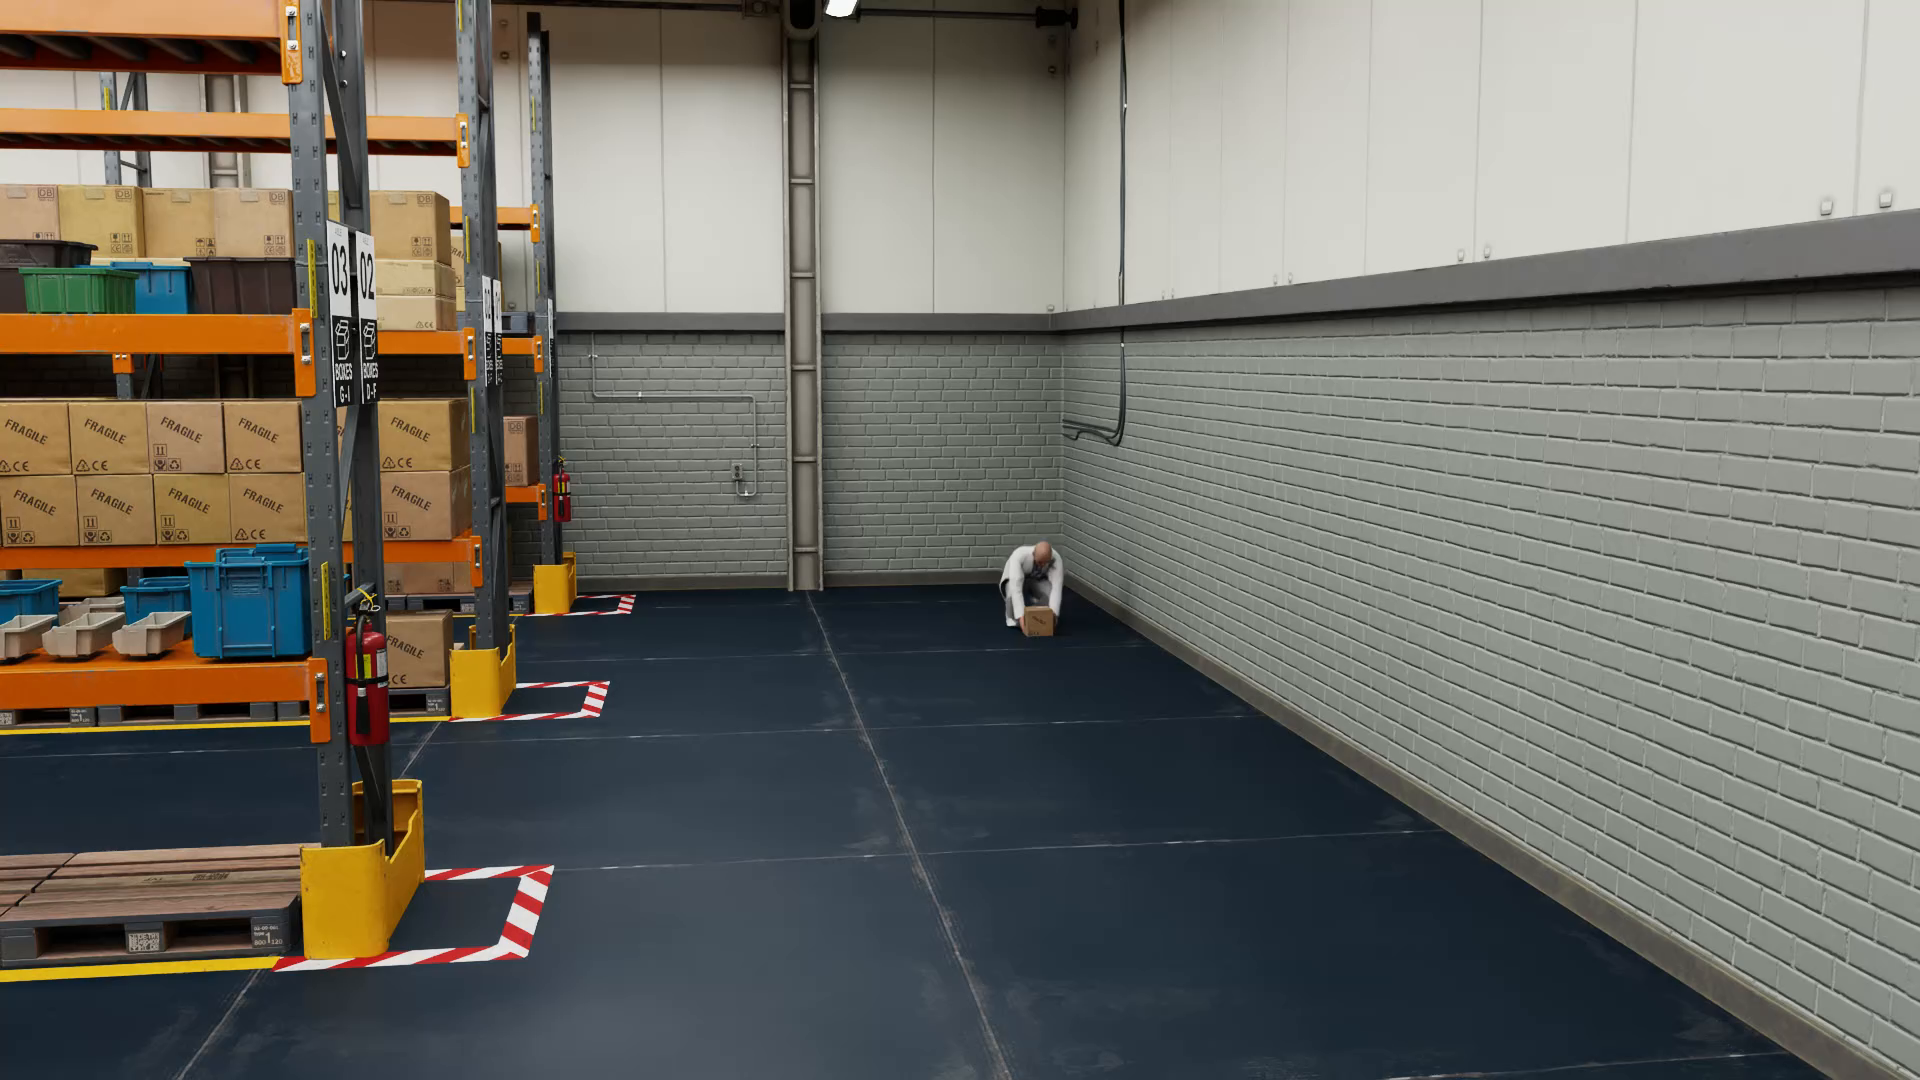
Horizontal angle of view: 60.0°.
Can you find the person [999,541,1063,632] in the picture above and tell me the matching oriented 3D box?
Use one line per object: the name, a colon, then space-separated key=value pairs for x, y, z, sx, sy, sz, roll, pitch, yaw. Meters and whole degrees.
person: x=0.687 y=0.432 z=16.091 sx=0.599 sy=0.853 sz=0.911 roll=-1 pitch=6 yaw=-9
